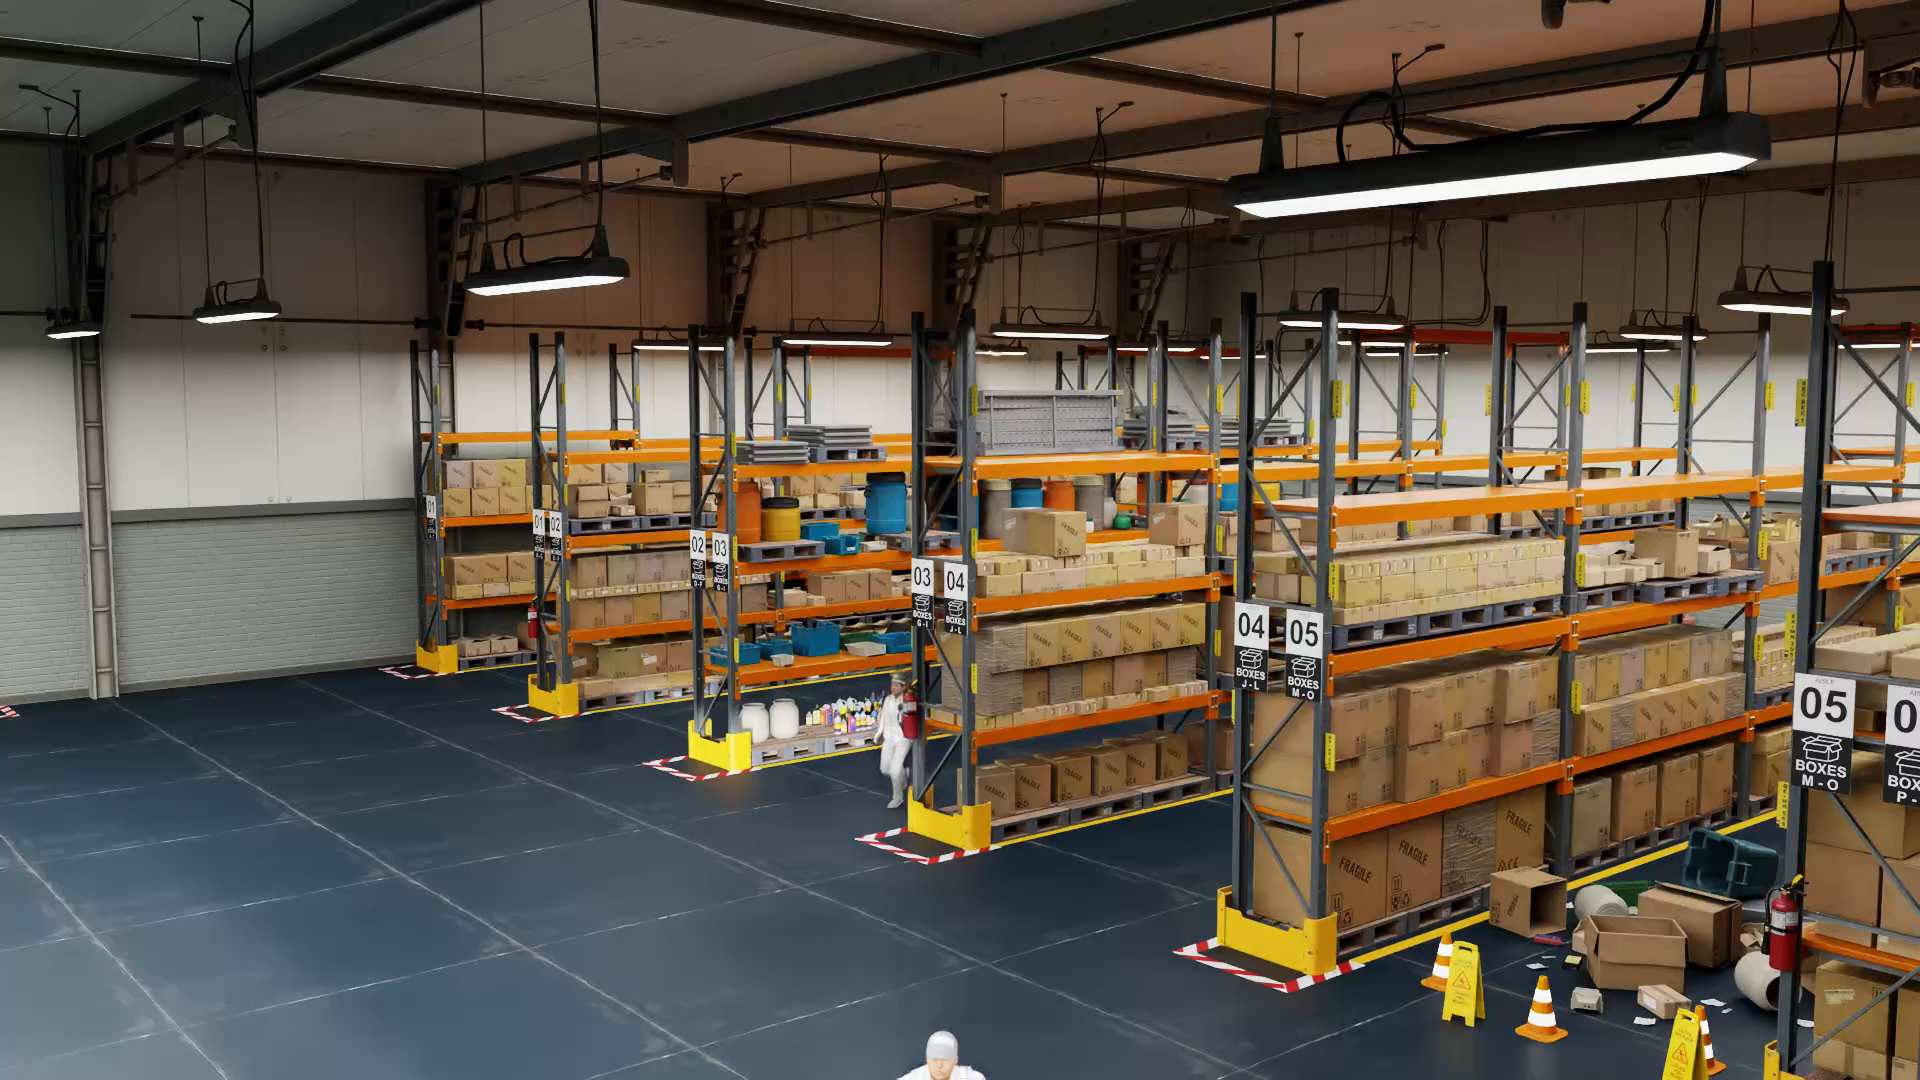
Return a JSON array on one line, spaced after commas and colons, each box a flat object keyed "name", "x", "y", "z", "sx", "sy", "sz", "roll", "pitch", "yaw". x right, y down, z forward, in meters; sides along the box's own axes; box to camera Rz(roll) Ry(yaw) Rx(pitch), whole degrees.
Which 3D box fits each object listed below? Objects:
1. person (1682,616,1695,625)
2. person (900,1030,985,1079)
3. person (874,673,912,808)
[{"name": "person", "x": 10.822, "y": 1.988, "z": 24.818, "sx": 0.938, "sy": 1.730, "sz": 0.649, "roll": -5, "pitch": 7, "yaw": -43}, {"name": "person", "x": -0.104, "y": 3.507, "z": 9.276, "sx": 0.630, "sy": 1.660, "sz": 0.857, "roll": 0, "pitch": 5, "yaw": 4}, {"name": "person", "x": -0.744, "y": 2.464, "z": 20.524, "sx": 0.629, "sy": 1.665, "sz": 0.550, "roll": 4, "pitch": 6, "yaw": 34}]
